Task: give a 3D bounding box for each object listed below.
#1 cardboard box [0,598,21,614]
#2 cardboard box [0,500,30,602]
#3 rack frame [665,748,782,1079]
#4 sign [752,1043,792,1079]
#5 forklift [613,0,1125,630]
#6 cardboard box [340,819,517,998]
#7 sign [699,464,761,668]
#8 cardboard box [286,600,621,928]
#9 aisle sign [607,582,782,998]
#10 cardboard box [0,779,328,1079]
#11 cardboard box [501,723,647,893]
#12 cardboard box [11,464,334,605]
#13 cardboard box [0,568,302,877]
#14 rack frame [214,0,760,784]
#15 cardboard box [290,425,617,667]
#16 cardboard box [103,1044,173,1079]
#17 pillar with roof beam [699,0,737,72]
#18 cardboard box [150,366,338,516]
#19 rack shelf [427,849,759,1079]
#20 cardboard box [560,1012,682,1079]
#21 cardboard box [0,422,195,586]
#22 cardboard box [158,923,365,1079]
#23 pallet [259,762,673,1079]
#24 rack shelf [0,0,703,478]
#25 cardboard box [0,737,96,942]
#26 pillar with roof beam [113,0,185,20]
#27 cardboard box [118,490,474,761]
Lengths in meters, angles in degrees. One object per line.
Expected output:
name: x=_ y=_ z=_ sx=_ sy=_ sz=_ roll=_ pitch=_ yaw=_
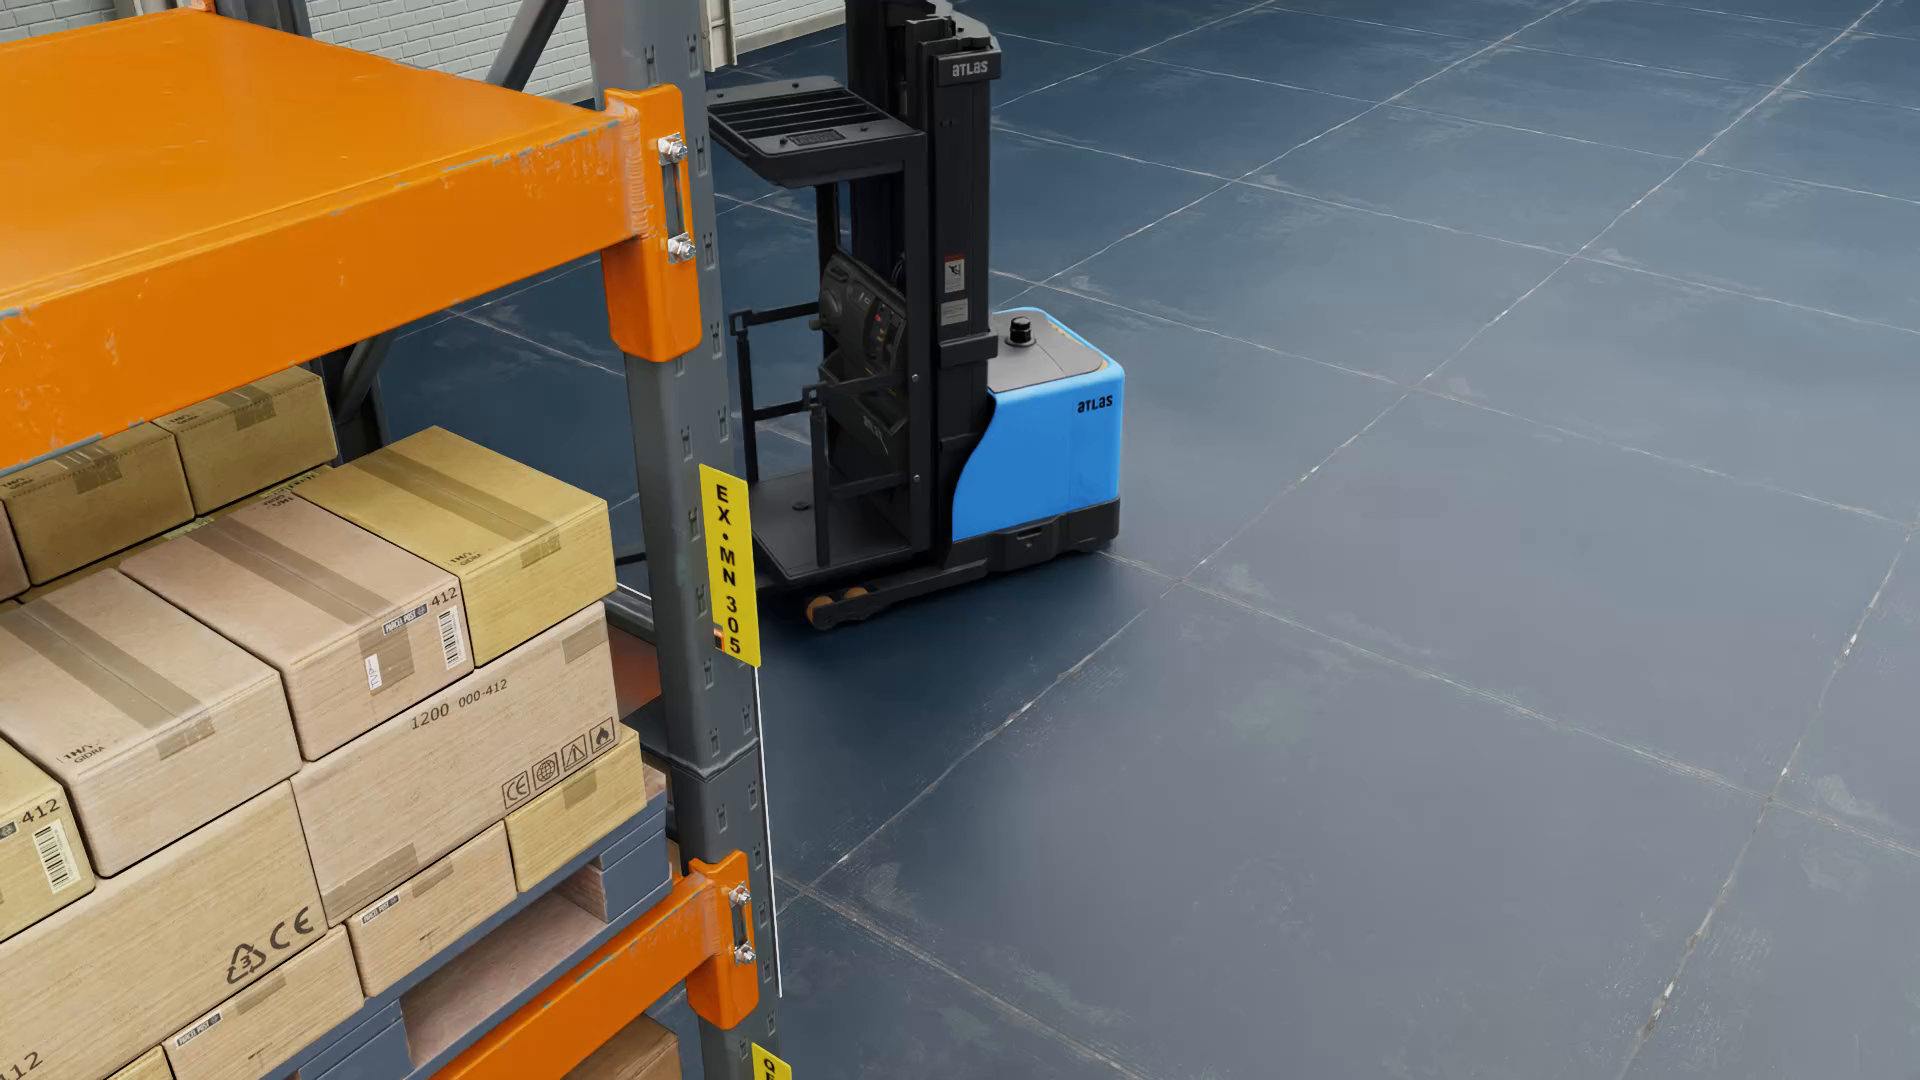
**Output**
cardboard box: x=-1.573 y=0.253 z=2.285 sx=0.500 sy=0.250 sz=0.500 roll=21 pitch=36 yaw=31
cardboard box: x=-1.533 y=0.001 z=2.319 sx=0.380 sy=0.149 sz=0.250 roll=21 pitch=36 yaw=31
rack frame: x=-0.772 y=1.506 z=3.766 sx=1.000 sy=3.000 sz=0.127 roll=21 pitch=37 yaw=31
sign: x=-0.348 y=1.079 z=3.119 sx=0.100 sy=0.325 sz=0.005 roll=21 pitch=37 yaw=31
forklift: x=-0.672 y=-1.111 z=8.250 sx=3.031 sy=2.935 sz=1.130 roll=-15 pitch=34 yaw=-23
cardboard box: x=-0.855 y=0.442 z=2.357 sx=0.380 sy=0.149 sz=0.250 roll=21 pitch=37 yaw=32
sign: x=-0.348 y=0.042 z=2.505 sx=0.100 sy=0.325 sz=0.005 roll=21 pitch=37 yaw=31
cardboard box: x=-0.845 y=0.214 z=2.351 sx=0.500 sy=0.250 sz=0.500 roll=22 pitch=37 yaw=32
aisle sign: x=-0.490 y=0.451 z=2.996 sx=0.394 sy=0.787 sz=0.004 roll=21 pitch=37 yaw=31
cardboard box: x=-1.147 y=0.417 z=2.008 sx=0.500 sy=0.250 sz=0.500 roll=21 pitch=37 yaw=31
cardboard box: x=-0.702 y=0.340 z=2.529 sx=0.380 sy=0.149 sz=0.250 roll=21 pitch=37 yaw=31
cardboard box: x=-1.268 y=0.046 z=2.634 sx=0.500 sy=0.250 sz=0.500 roll=21 pitch=37 yaw=31
cardboard box: x=-1.011 y=0.204 z=1.976 sx=0.380 sy=0.149 sz=0.250 roll=22 pitch=37 yaw=32
rack frame: x=-0.772 y=-1.075 z=2.237 sx=1.000 sy=3.000 sz=0.127 roll=21 pitch=37 yaw=31
cardboard box: x=-0.705 y=-0.001 z=2.322 sx=0.380 sy=0.149 sz=0.250 roll=22 pitch=37 yaw=32
cardboard box: x=-1.163 y=0.649 z=2.007 sx=0.380 sy=0.149 sz=0.250 roll=21 pitch=37 yaw=32
pillar with roof beam: x=0.798 y=-7.630 z=13.298 sx=9.100 sy=9.000 sz=0.400 roll=21 pitch=37 yaw=31
cardboard box: x=-1.227 y=-0.205 z=2.666 sx=0.380 sy=0.149 sz=0.250 roll=22 pitch=37 yaw=32
rack shelf: x=-1.979 y=1.338 z=1.813 sx=1.077 sy=0.370 sz=4.000 roll=21 pitch=37 yaw=31
cardboard box: x=-1.027 y=1.116 z=3.218 sx=0.875 sy=0.550 sz=0.550 roll=21 pitch=37 yaw=31
cardboard box: x=-1.379 y=-0.104 z=2.495 sx=0.380 sy=0.149 sz=0.250 roll=21 pitch=37 yaw=32
cardboard box: x=-1.010 y=0.546 z=2.180 sx=0.380 sy=0.149 sz=0.250 roll=22 pitch=37 yaw=32
pallet: x=-1.211 y=0.559 z=2.510 sx=1.003 sy=0.211 sz=1.213 roll=21 pitch=37 yaw=31
rack shelf: x=-1.979 y=0.220 z=1.150 sx=1.077 sy=0.370 sz=4.000 roll=21 pitch=37 yaw=31
cardboard box: x=-1.166 y=0.310 z=1.798 sx=0.380 sy=0.149 sz=0.250 roll=22 pitch=37 yaw=32
pillar with roof beam: x=-2.824 y=-5.191 z=9.183 sx=9.100 sy=9.000 sz=0.400 roll=21 pitch=37 yaw=31
cardboard box: x=-0.857 y=0.100 z=2.152 sx=0.380 sy=0.149 sz=0.250 roll=21 pitch=37 yaw=32
